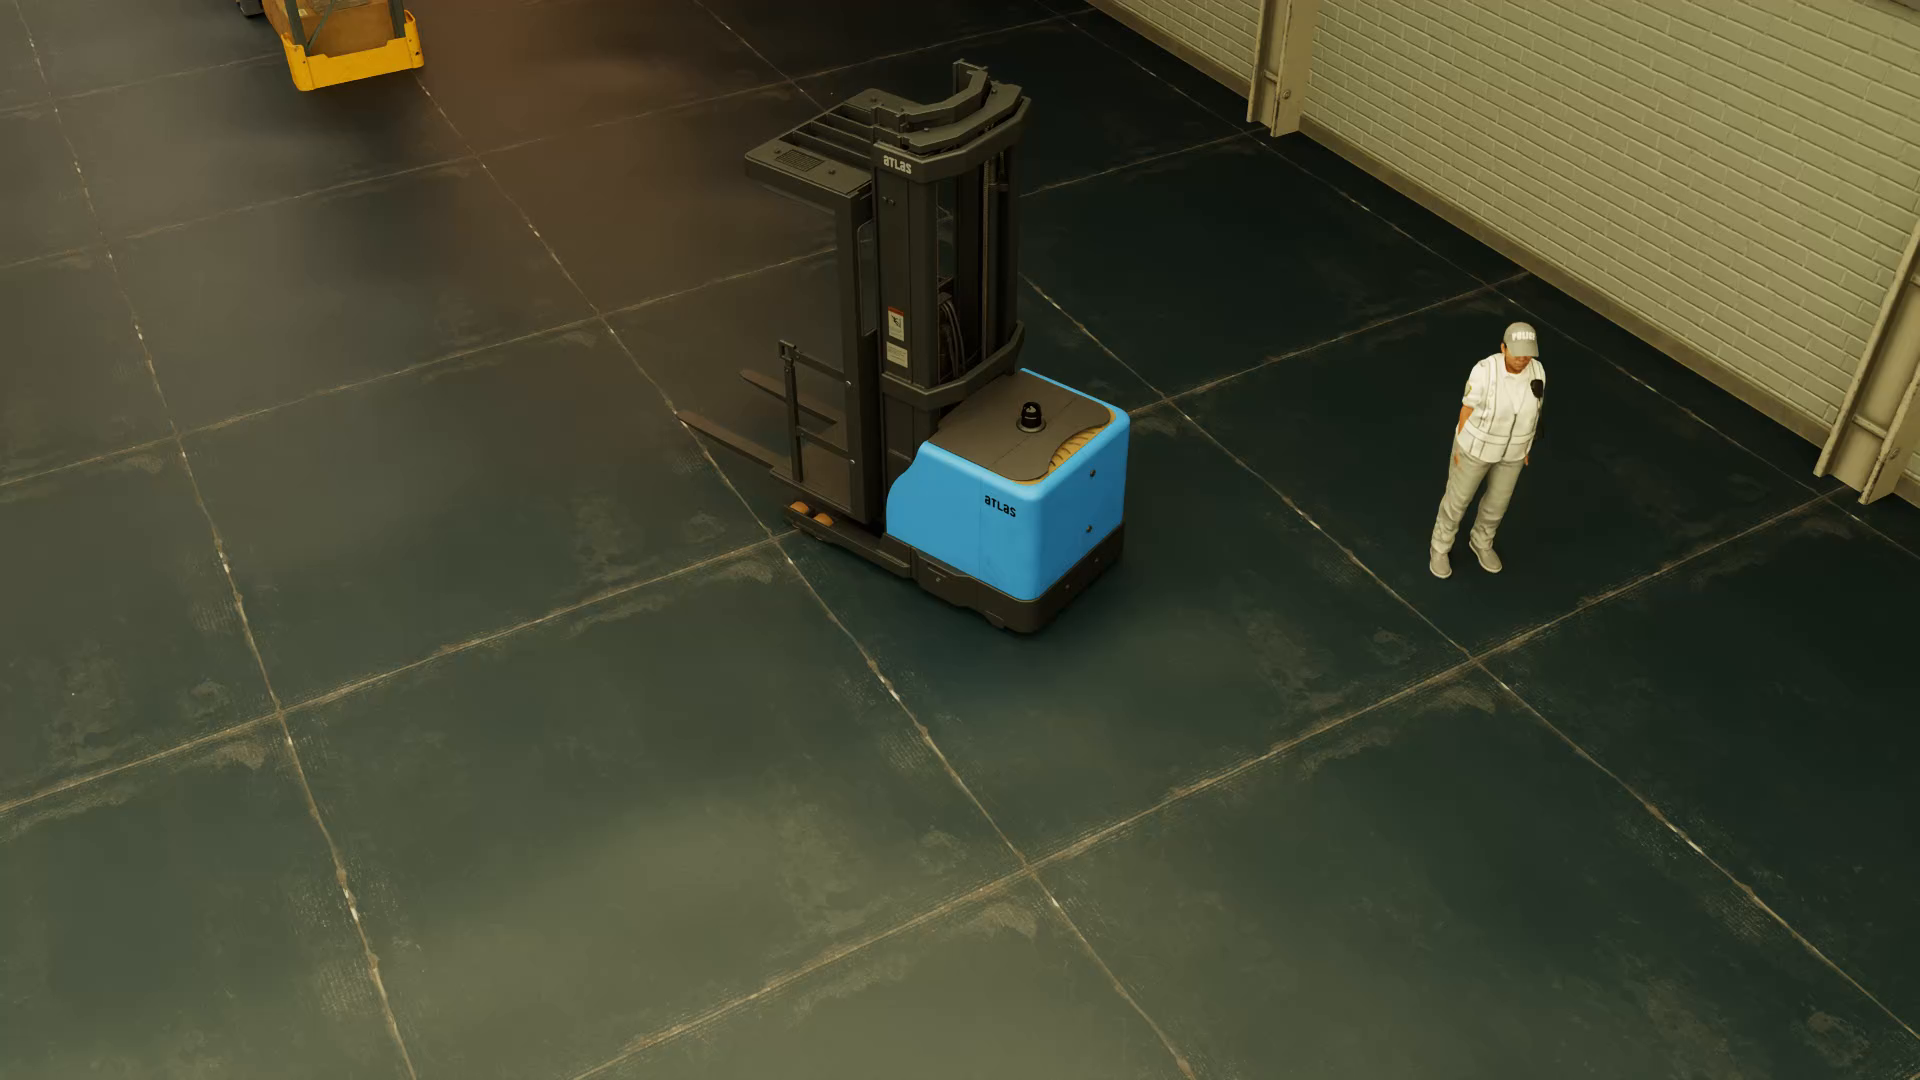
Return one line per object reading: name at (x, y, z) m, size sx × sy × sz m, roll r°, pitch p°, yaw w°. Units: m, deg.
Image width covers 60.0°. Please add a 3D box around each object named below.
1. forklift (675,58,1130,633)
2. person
forklift at (-0.481, -1.366, 9.683) m, size 3.031 × 2.935 × 1.130 m, roll 26°, pitch 46°, yaw 28°
person at (3.088, -0.528, 9.671) m, size 0.484 × 1.668 × 0.394 m, roll -4°, pitch 40°, yaw -5°
